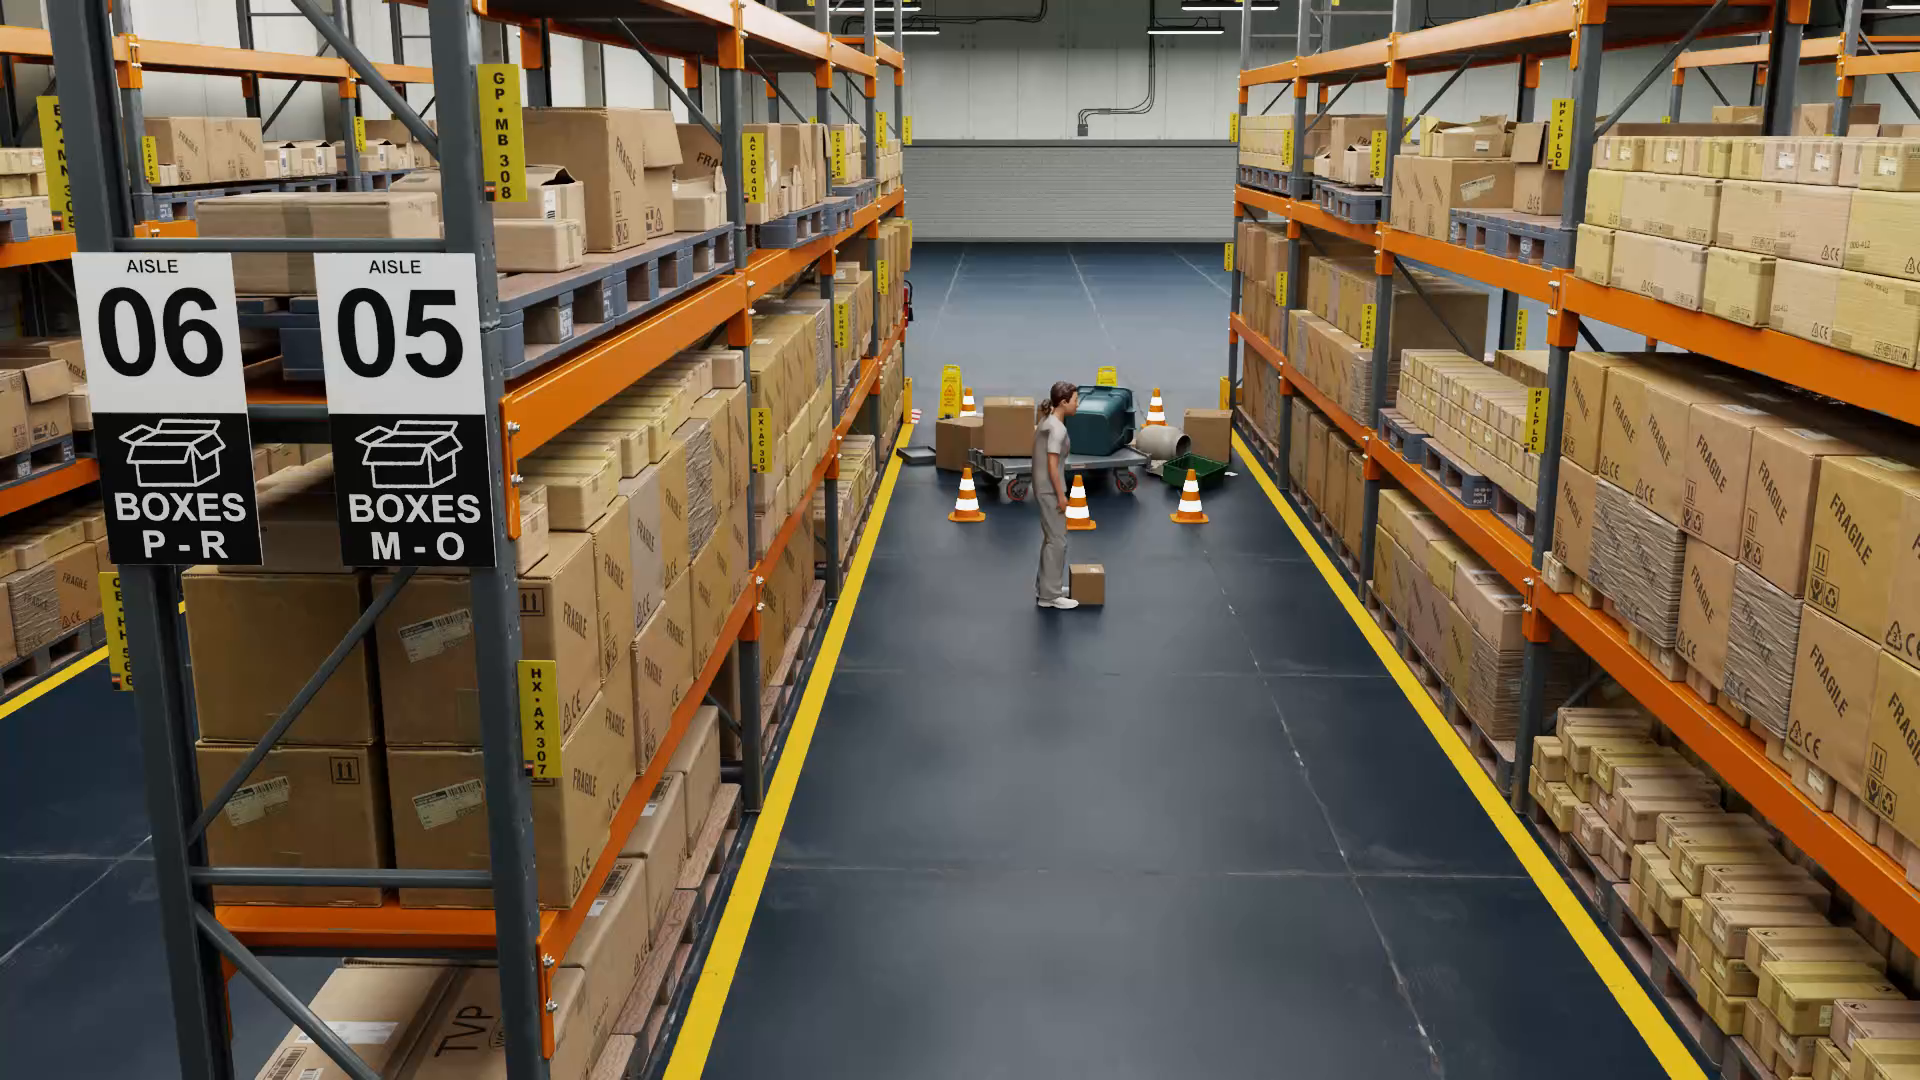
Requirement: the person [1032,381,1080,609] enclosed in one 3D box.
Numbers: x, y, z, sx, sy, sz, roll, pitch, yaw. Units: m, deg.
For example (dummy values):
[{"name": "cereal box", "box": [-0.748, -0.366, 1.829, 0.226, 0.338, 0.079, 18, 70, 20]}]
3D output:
[{"name": "person", "box": [0.711, -0.352, 12.417, 0.349, 1.673, 0.503, 0, 14, 0]}]
